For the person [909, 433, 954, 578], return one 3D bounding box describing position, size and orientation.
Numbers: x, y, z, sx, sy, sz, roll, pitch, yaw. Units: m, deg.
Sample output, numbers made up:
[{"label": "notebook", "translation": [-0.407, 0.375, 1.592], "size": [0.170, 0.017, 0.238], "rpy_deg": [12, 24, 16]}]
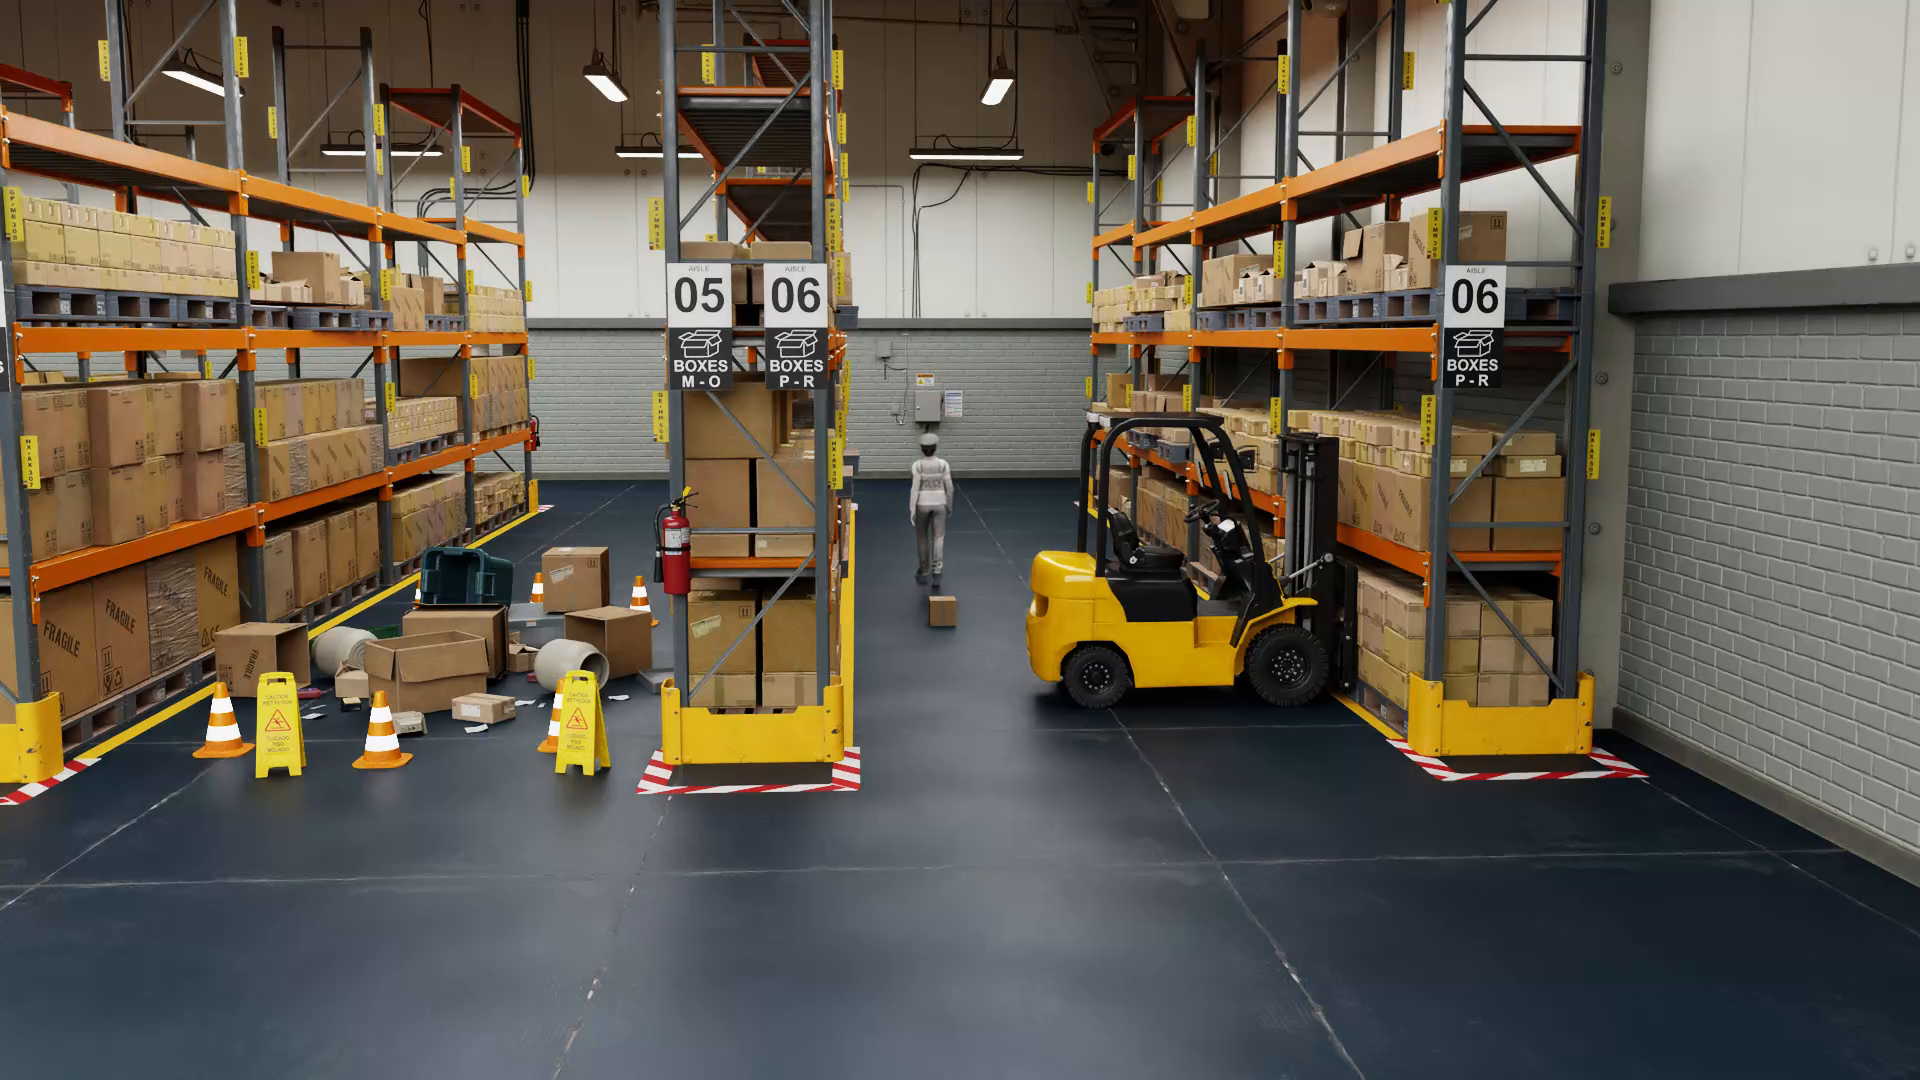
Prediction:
[{"label": "person", "translation": [-0.322, -0.382, 18.711], "size": [0.505, 1.641, 0.971], "rpy_deg": [0, 7, -4]}]
